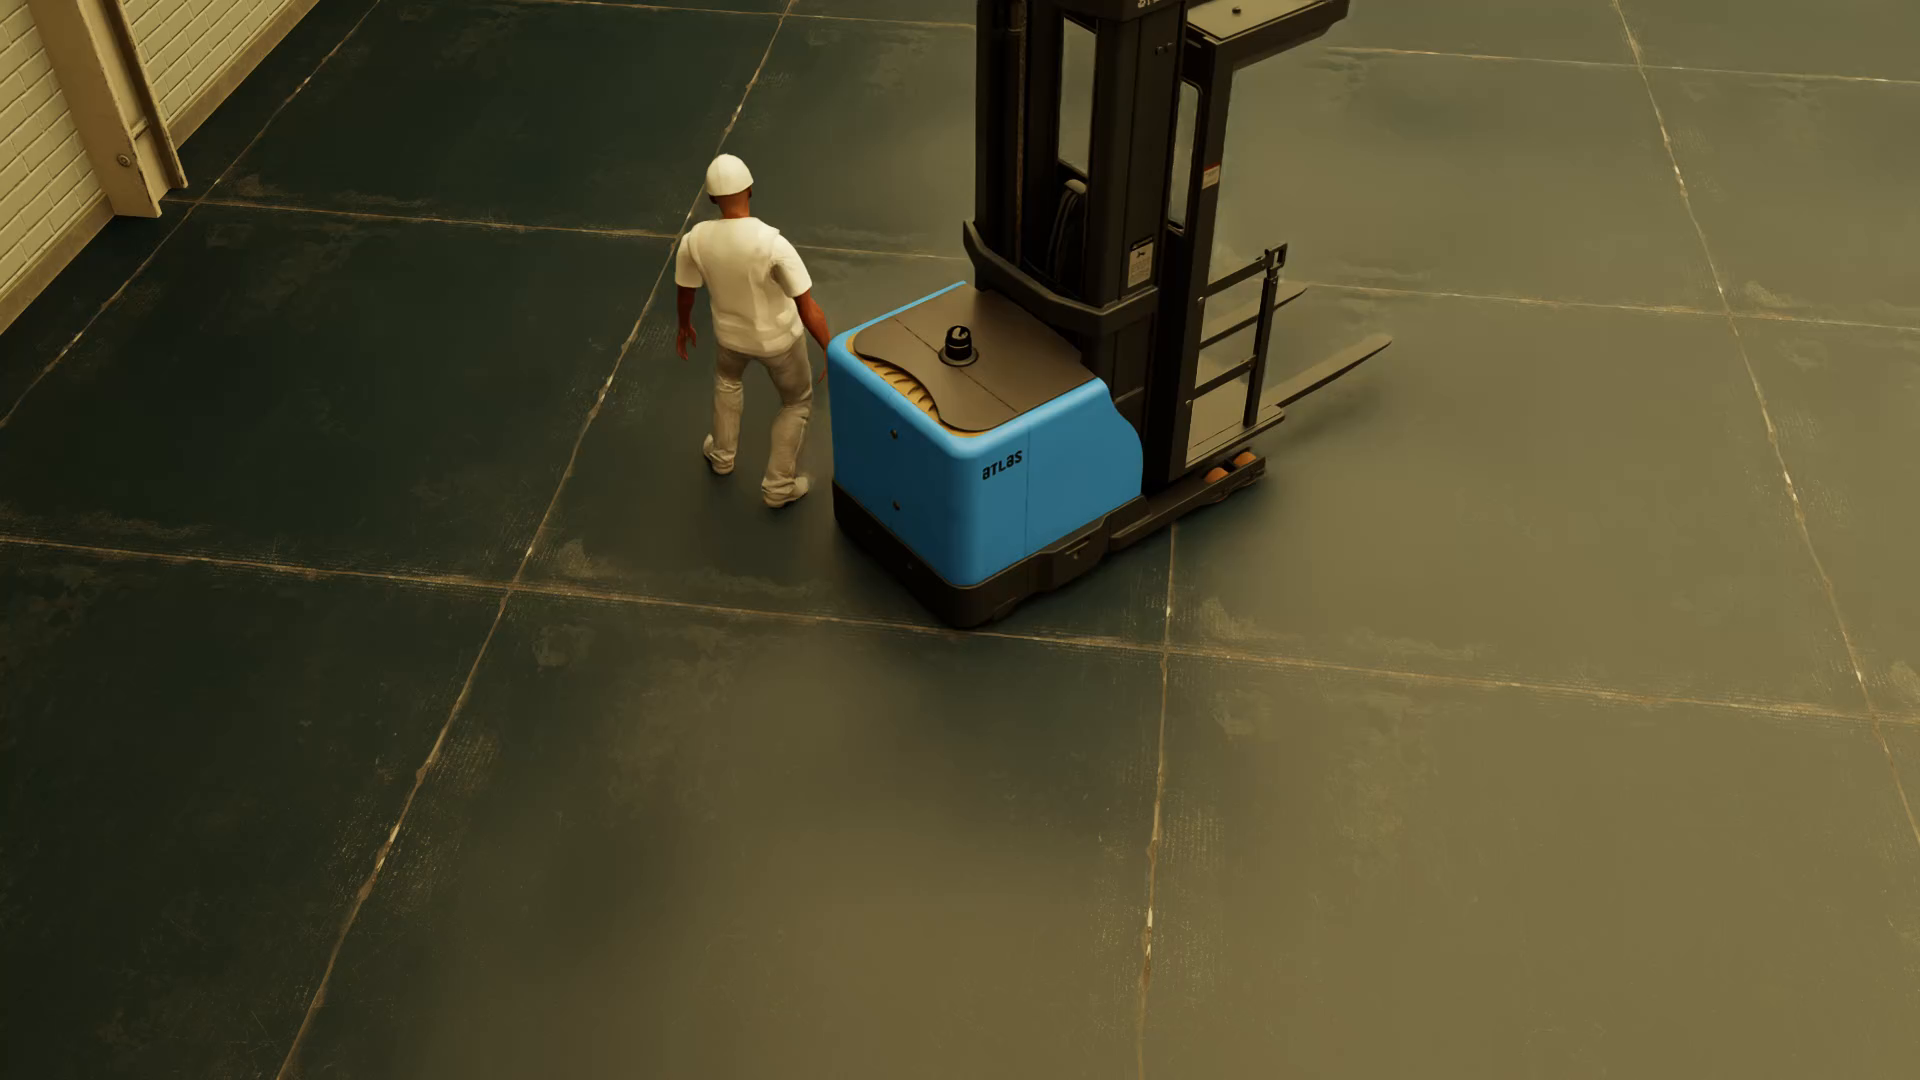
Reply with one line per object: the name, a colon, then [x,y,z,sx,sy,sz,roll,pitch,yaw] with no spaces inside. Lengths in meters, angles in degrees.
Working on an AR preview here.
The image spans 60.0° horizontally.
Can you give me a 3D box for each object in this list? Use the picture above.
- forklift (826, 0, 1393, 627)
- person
forklift: [0.873,-1.520,7.379,3.031,2.935,1.130,-28,49,-27]
person: [-0.921,-0.929,7.675,0.897,1.718,0.502,17,45,18]
